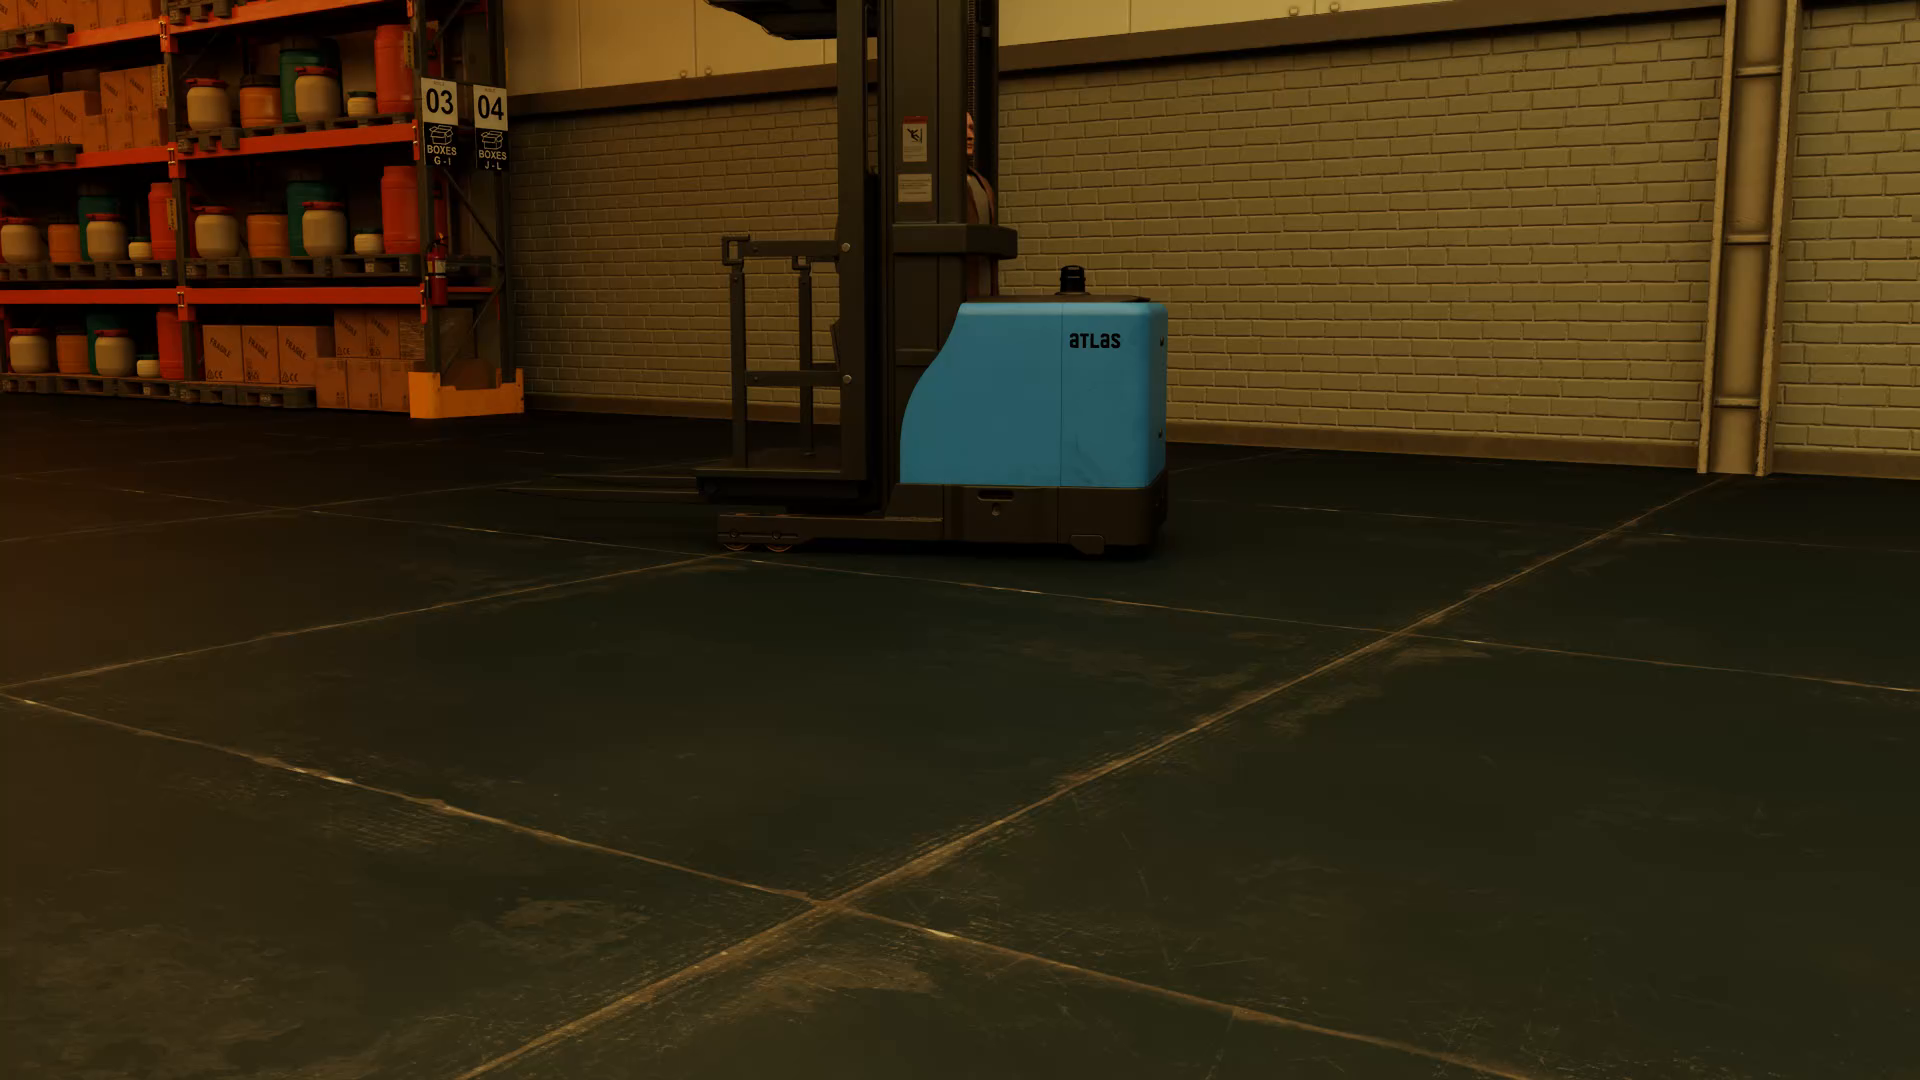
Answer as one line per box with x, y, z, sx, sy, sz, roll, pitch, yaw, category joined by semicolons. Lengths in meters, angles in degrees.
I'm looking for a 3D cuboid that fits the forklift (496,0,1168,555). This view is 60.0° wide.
-0.596;-1.469;7.520;3.031;2.935;1.130;2;8;12;forklift

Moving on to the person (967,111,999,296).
-0.006;-1.076;7.449;0.326;1.711;0.567;5;10;34;person
